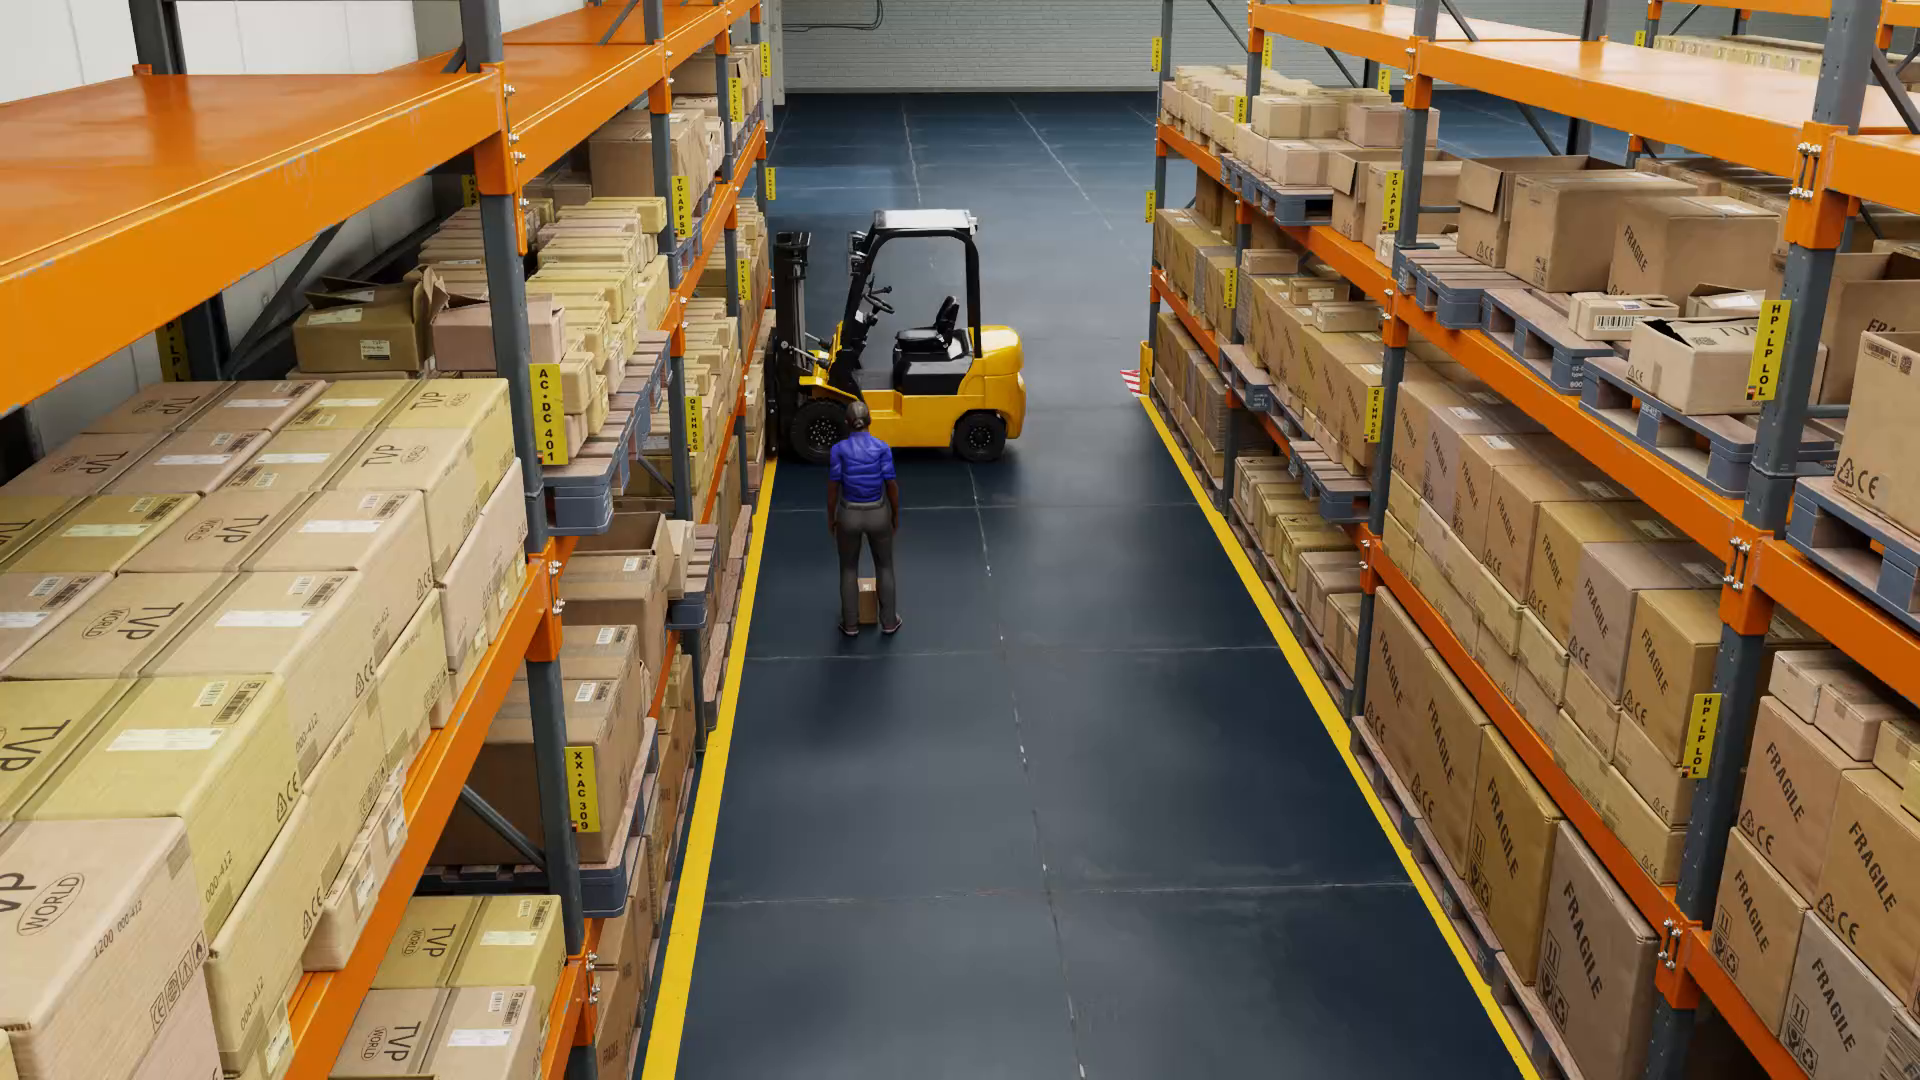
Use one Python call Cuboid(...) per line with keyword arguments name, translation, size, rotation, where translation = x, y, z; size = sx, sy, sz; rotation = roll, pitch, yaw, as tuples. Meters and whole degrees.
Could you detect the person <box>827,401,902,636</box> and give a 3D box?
Cuboid(name="person", translation=(-0.659, -0.142, 11.464), size=(0.509, 1.655, 0.348), rotation=(-2, 21, -5))
